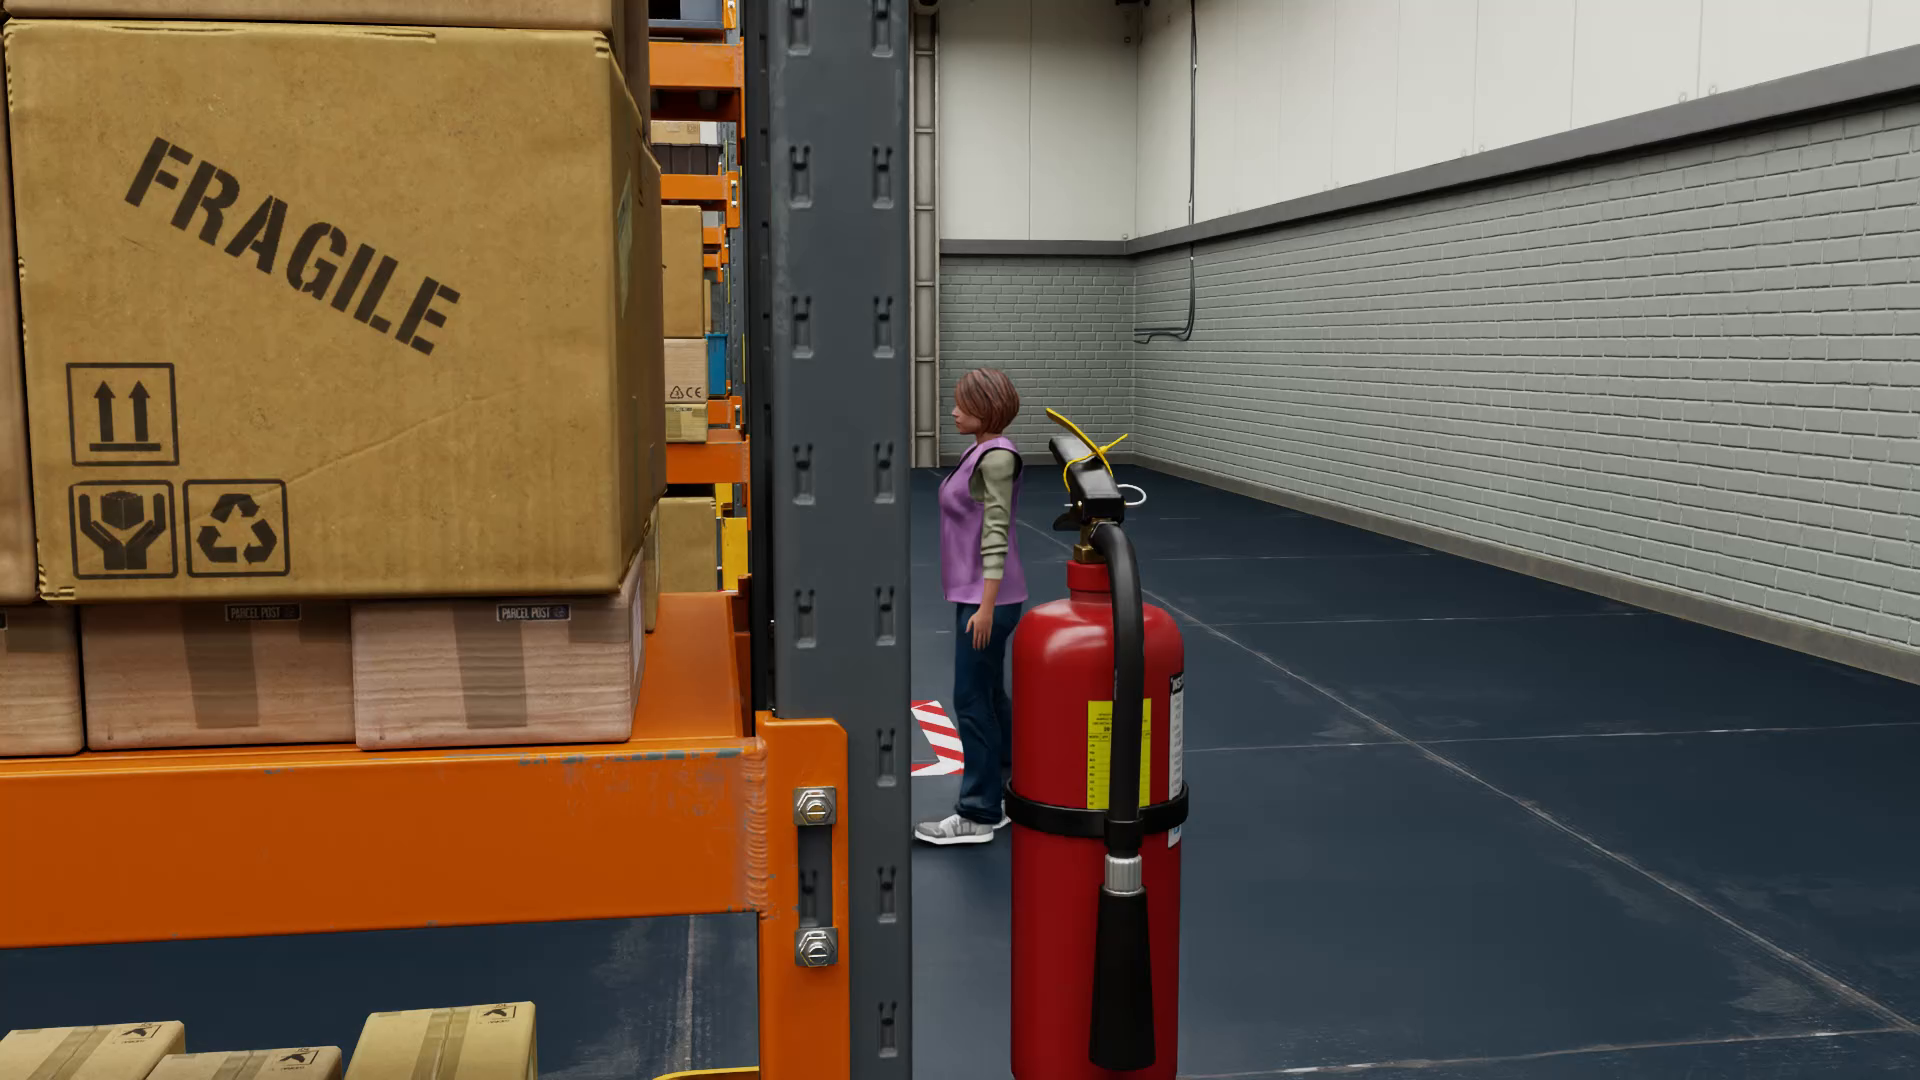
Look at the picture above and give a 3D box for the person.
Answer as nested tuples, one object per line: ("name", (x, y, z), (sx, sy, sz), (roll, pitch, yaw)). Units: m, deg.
("person", (0.058, 0.228, 5.636), (0.450, 1.616, 0.420), (-1, 7, -7))
